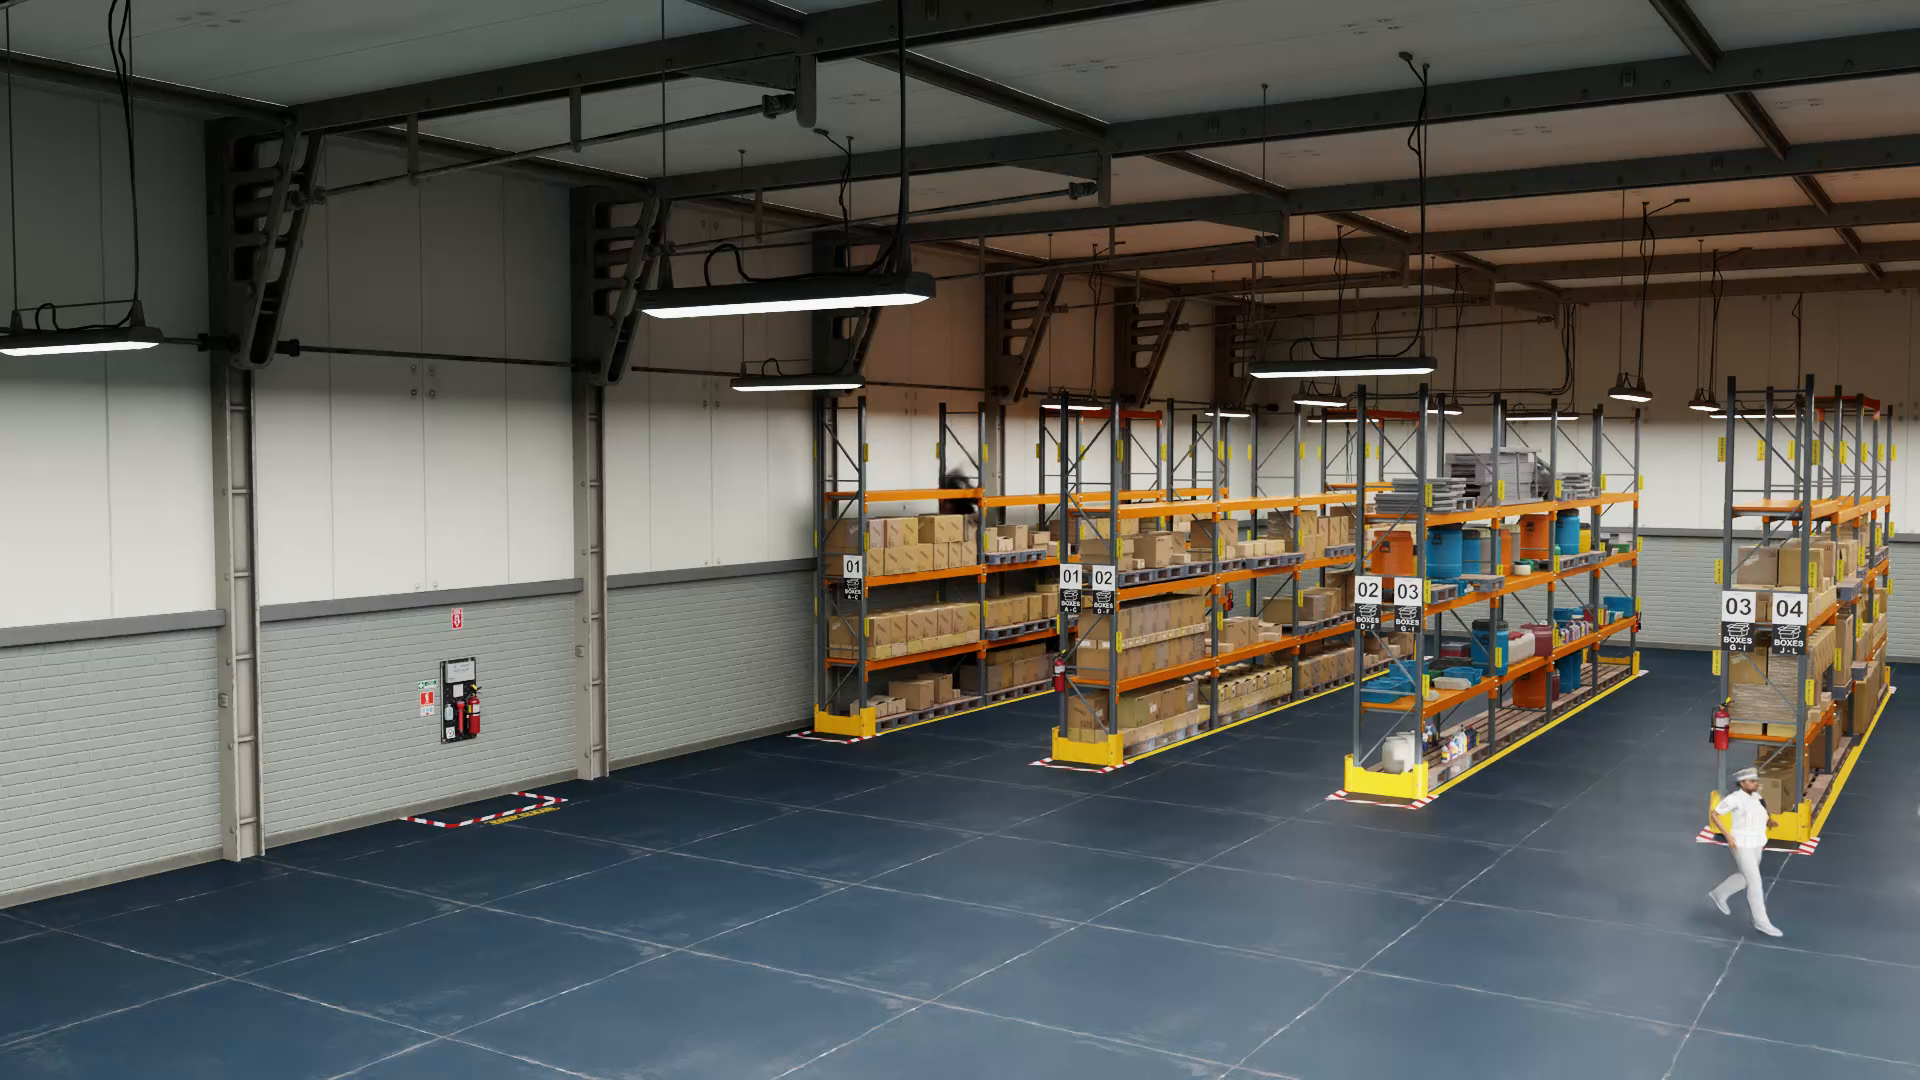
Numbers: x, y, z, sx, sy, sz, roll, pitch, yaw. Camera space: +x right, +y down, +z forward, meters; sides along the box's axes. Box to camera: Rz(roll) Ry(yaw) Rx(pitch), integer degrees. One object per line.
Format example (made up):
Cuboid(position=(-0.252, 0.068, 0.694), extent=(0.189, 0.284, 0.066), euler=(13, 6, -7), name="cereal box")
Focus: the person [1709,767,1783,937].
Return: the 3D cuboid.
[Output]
Cuboid(position=(8.259, 3.214, 17.476), extent=(0.574, 1.684, 0.941), euler=(-2, 3, -29), name="person")
